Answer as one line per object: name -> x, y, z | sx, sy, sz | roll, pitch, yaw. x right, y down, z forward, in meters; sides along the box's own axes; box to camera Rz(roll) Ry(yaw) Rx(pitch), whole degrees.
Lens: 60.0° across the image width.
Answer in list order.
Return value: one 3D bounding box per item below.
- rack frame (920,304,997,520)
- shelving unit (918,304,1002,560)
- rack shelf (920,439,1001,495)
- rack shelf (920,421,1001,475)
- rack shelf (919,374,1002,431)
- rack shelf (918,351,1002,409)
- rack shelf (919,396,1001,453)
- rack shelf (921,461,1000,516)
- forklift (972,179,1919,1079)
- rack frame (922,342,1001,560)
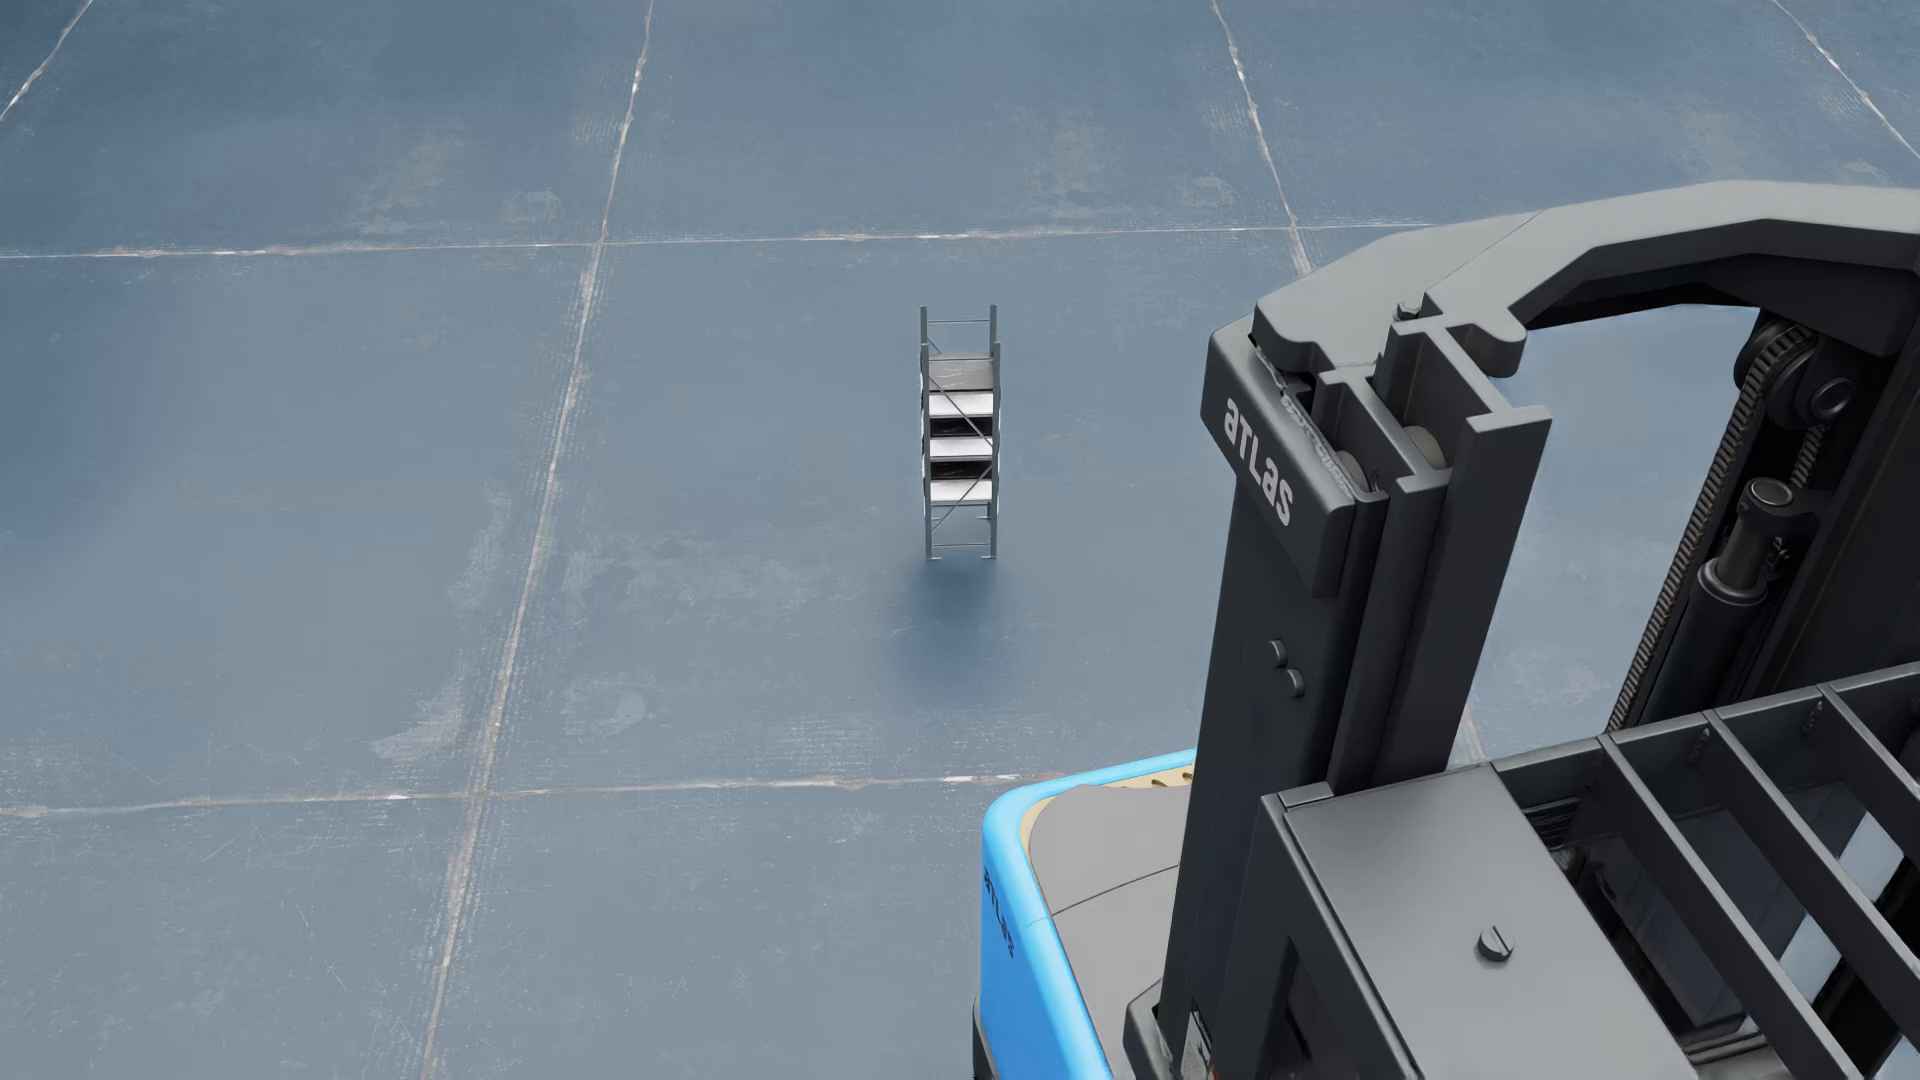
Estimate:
rack frame -> -0.005, -0.406, 5.527 | 0.240, 0.900, 0.006 | -2, 43, -2
shelving unit -> 0.000, -0.337, 5.452 | 0.258, 0.900, 0.210 | -2, 43, -2
rack shelf -> 0.000, -0.246, 5.535 | 0.258, 0.077, 0.200 | -2, 43, -2
rack shelf -> 0.000, -0.313, 5.474 | 0.258, 0.077, 0.200 | -2, 43, -2
rack shelf -> 0.000, -0.445, 5.353 | 0.258, 0.077, 0.200 | -2, 43, -2
rack shelf -> 0.000, -0.512, 5.292 | 0.258, 0.077, 0.200 | -2, 43, -2
rack shelf -> 0.000, -0.379, 5.414 | 0.258, 0.077, 0.200 | -2, 43, -2
rack shelf -> 0.000, -0.180, 5.596 | 0.258, 0.077, 0.200 | -2, 43, -2
forklift -> 0.923, 1.129, 2.350 | 1.130, 2.935, 3.031 | -11, 44, -12
rack frame -> 0.004, -0.269, 5.377 | 0.240, 0.900, 0.006 | -2, 43, -2
